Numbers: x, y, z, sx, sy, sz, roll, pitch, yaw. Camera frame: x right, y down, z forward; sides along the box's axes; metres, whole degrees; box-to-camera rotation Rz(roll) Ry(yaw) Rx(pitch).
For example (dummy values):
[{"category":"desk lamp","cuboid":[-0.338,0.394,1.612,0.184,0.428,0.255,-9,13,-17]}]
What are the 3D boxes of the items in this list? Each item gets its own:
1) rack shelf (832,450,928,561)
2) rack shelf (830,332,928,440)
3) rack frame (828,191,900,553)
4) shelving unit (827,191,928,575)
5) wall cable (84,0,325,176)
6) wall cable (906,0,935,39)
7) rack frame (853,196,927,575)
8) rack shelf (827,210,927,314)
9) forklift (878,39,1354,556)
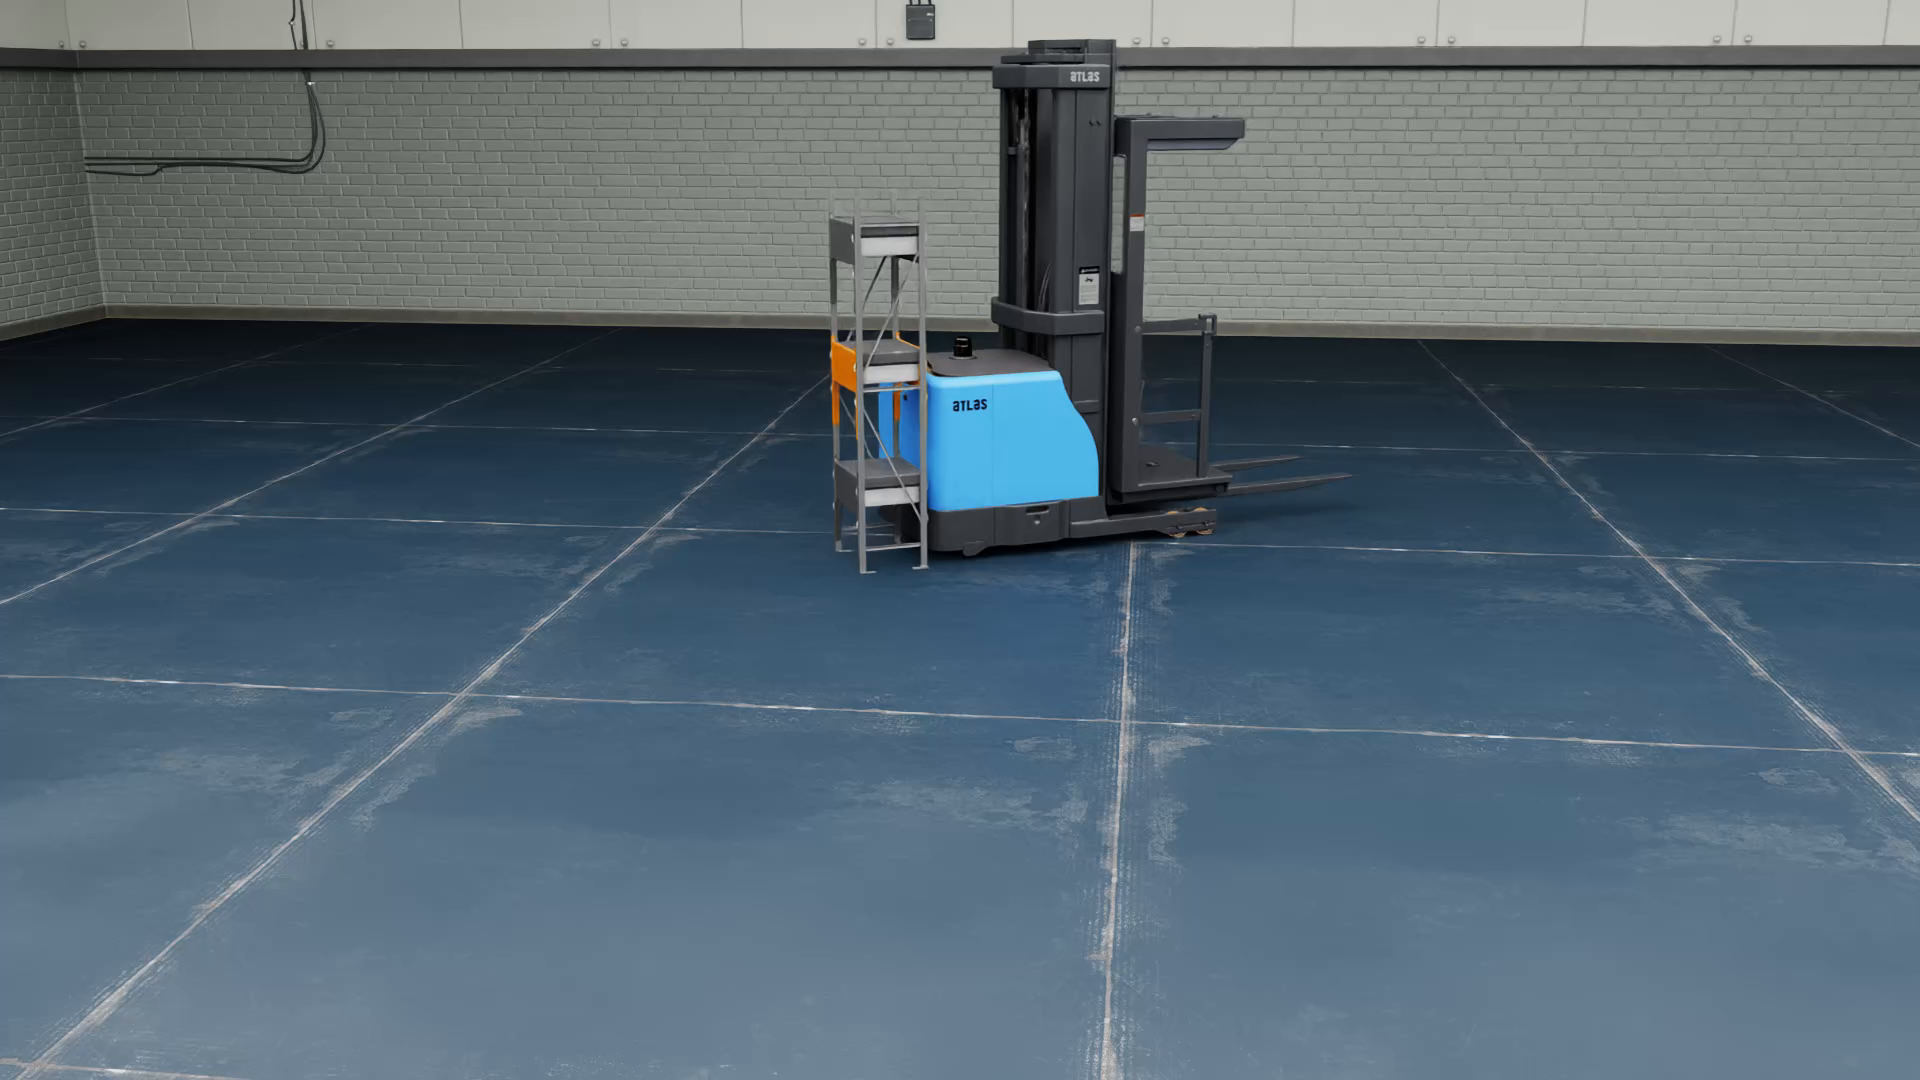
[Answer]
[{"category":"rack shelf","cuboid":[-0.465,-0.205,9.633,0.431,0.518,0.480,-6,16,-20]},{"category":"rack shelf","cuboid":[-0.465,-0.881,9.451,0.431,0.518,0.480,-6,16,-20]},{"category":"rack frame","cuboid":[-0.549,-0.954,9.668,0.400,2.100,0.015,-6,16,-20]},{"category":"shelving unit","cuboid":[-0.465,-0.894,9.447,0.431,2.100,0.503,-6,16,-20]},{"category":"wall cable","cuboid":[-8.867,-5.476,19.124,3.097,2.526,0.112,2,15,6]},{"category":"wall cable","cuboid":[0.564,-8.333,17.226,2.305,6.003,0.169,2,15,6]},{"category":"rack frame","cuboid":[-0.380,-0.835,9.226,0.400,2.100,0.015,-6,16,-20]},{"category":"rack shelf","cuboid":[-0.465,-1.557,9.268,0.431,0.518,0.480,-6,16,-20]},{"category":"forklift","cuboid":[1.048,-1.547,10.270,3.031,2.935,1.130,-6,16,-22]}]
